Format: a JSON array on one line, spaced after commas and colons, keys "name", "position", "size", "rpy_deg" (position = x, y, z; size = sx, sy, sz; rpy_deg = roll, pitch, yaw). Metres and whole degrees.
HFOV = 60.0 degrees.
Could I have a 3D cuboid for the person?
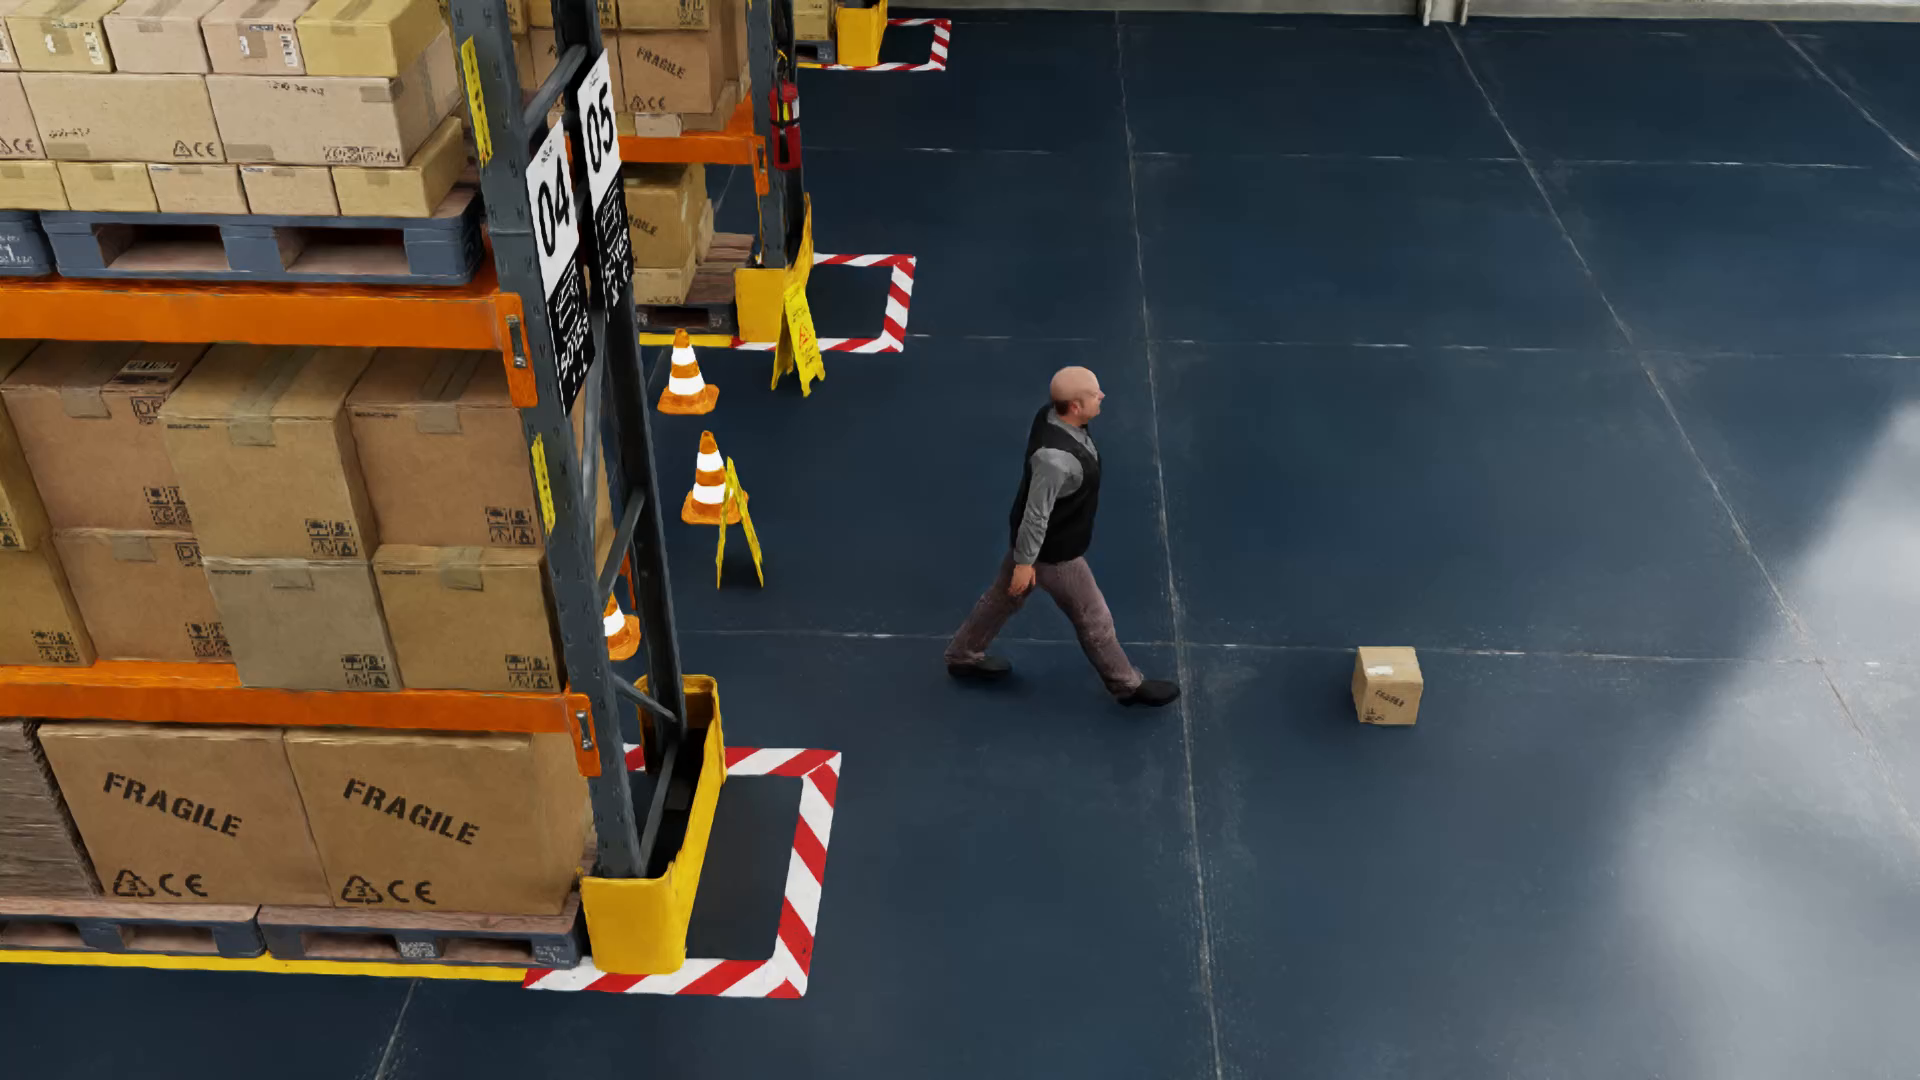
[{"name": "person", "position": [0.458, -0.024, 7.188], "size": [1.072, 1.652, 0.553], "rpy_deg": [0, 35, 0]}]
